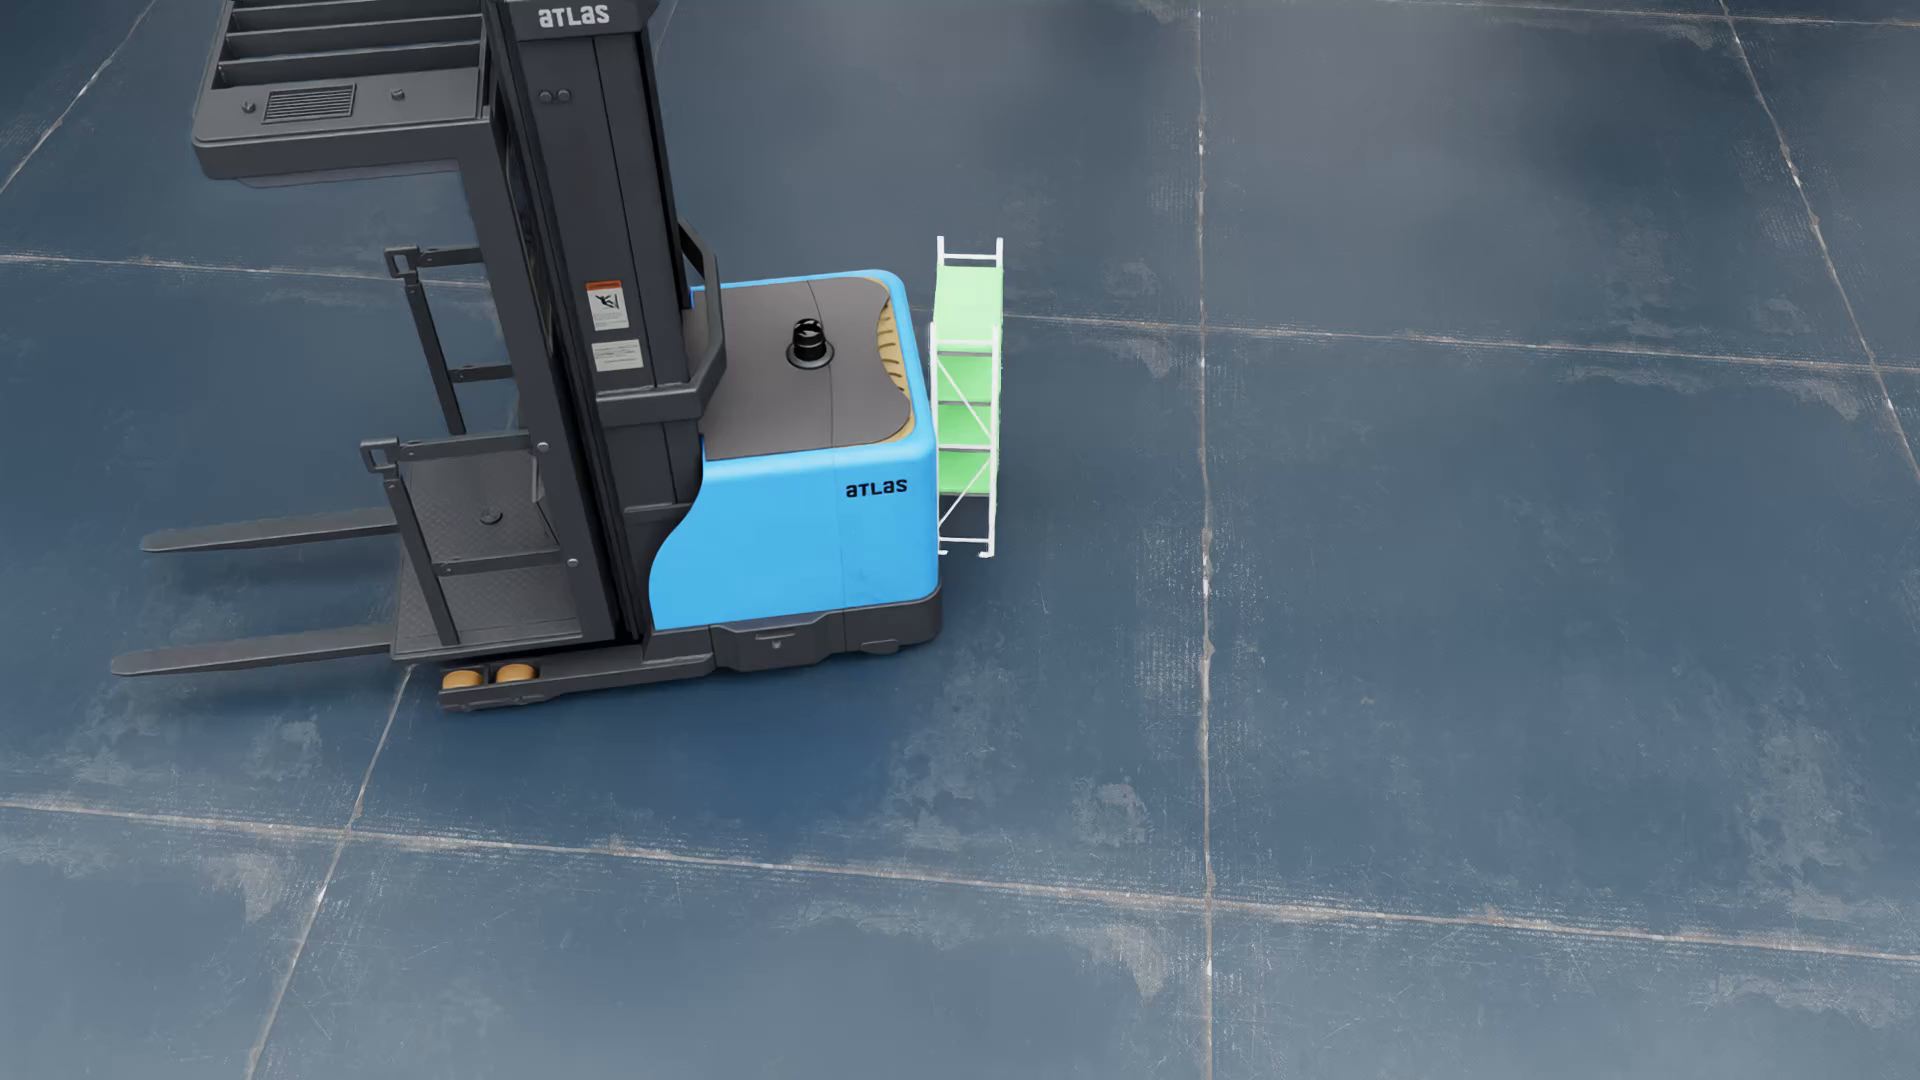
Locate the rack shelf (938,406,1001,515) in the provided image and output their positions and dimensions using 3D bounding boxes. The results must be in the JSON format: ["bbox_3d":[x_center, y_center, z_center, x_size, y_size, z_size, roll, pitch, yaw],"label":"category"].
[{"bbox_3d":[0.027,-0.324,6.645,0.258,0.148,0.480,2,48,2],"label":"rack shelf"}]

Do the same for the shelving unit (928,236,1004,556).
[{"bbox_3d":[0.027,-0.529,6.421,0.258,1.200,0.503,2,48,2],"label":"shelving unit"}]

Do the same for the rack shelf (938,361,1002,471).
[{"bbox_3d":[0.027,-0.486,6.468,0.258,0.148,0.480,2,48,2],"label":"rack shelf"}]

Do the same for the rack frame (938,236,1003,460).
[{"bbox_3d":[0.038,-0.709,6.585,0.240,1.200,0.015,2,48,2],"label":"rack frame"}]

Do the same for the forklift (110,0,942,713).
[{"bbox_3d":[-1.630,-0.773,5.471,3.031,2.935,1.130,-7,48,-6],"label":"forklift"}]

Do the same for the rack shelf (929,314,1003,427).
[{"bbox_3d":[0.027,-0.648,6.291,0.258,0.148,0.480,2,48,2],"label":"rack shelf"}]

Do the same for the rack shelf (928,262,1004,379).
[{"bbox_3d":[0.027,-0.810,6.114,0.258,0.148,0.480,2,48,2],"label":"rack shelf"}]

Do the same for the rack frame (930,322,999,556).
[{"bbox_3d":[0.016,-0.349,6.256,0.240,1.200,0.015,2,48,2],"label":"rack frame"}]
